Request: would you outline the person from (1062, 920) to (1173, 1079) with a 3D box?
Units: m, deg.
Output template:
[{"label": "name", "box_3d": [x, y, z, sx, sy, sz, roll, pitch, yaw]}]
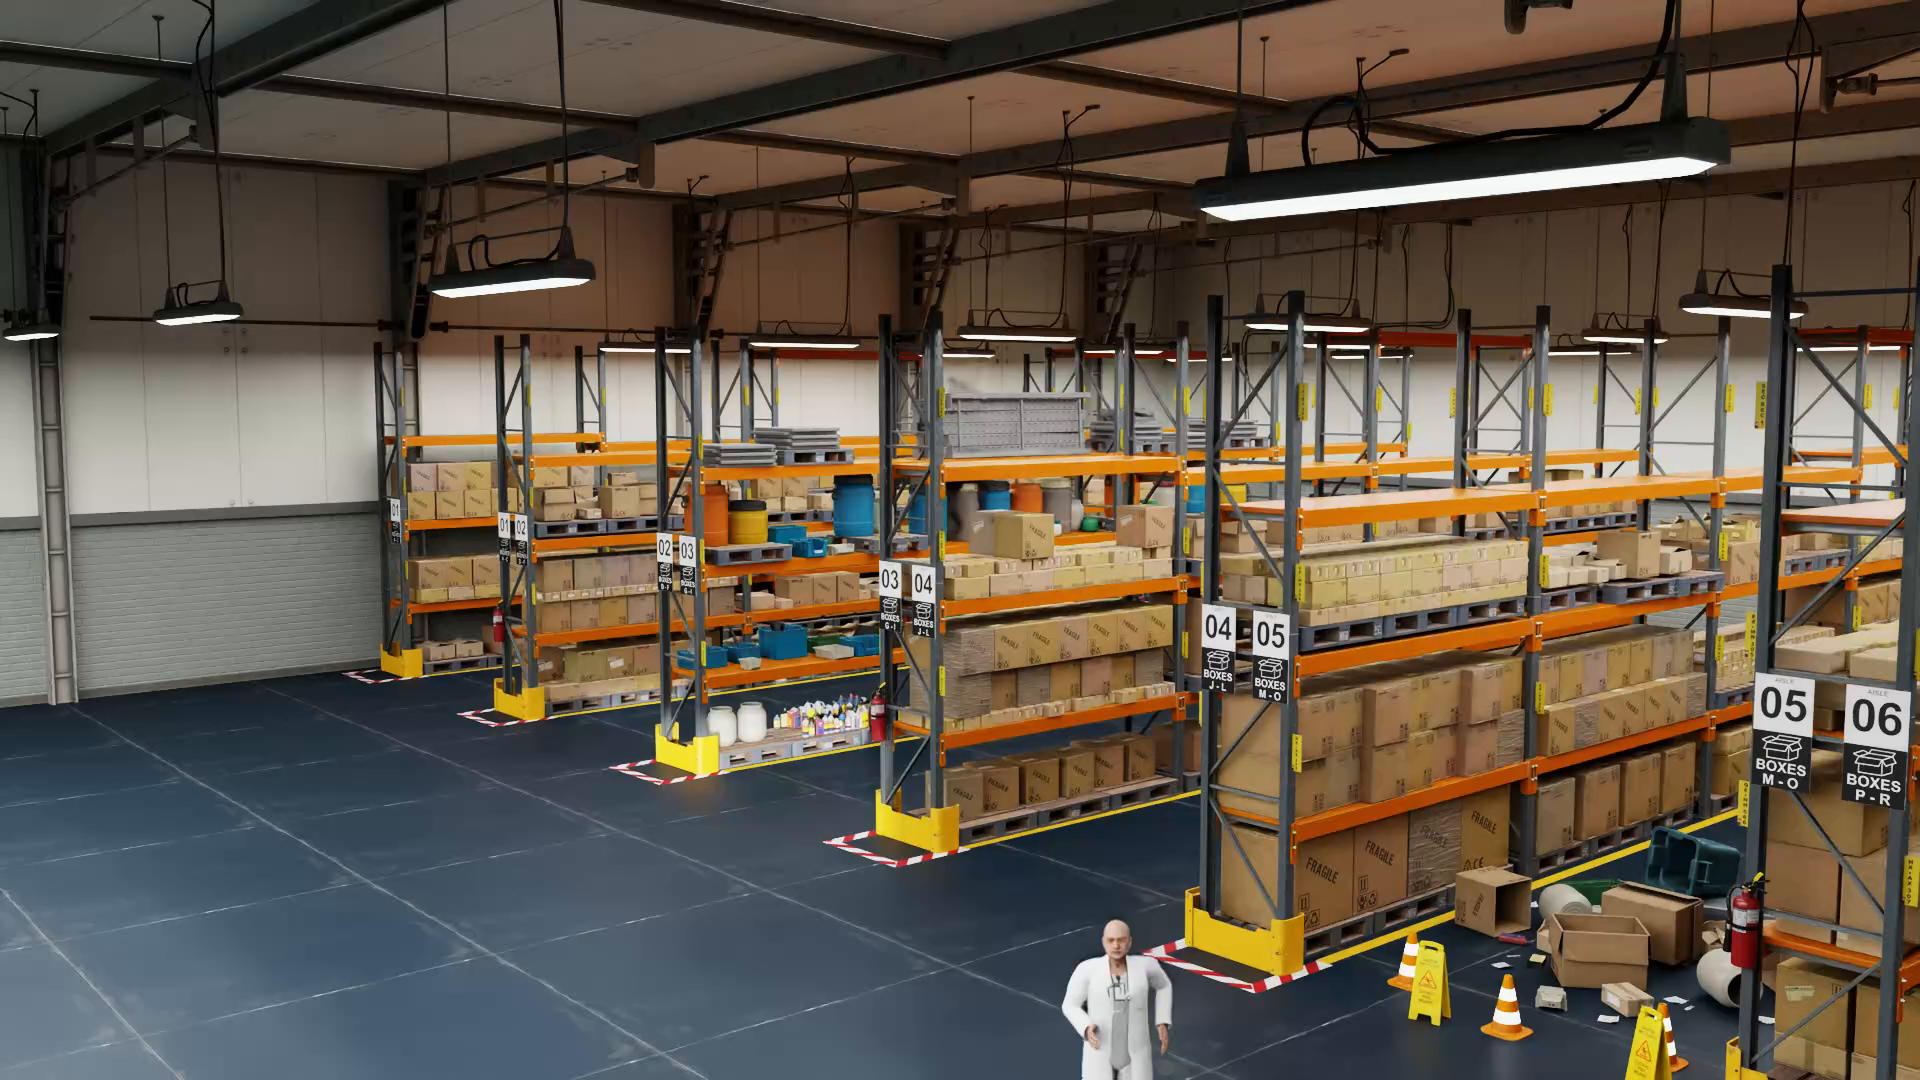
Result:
[{"label": "person", "box_3d": [1.020, 3.311, 10.683, 0.724, 1.742, 1.079, 0, 5, 2]}]
